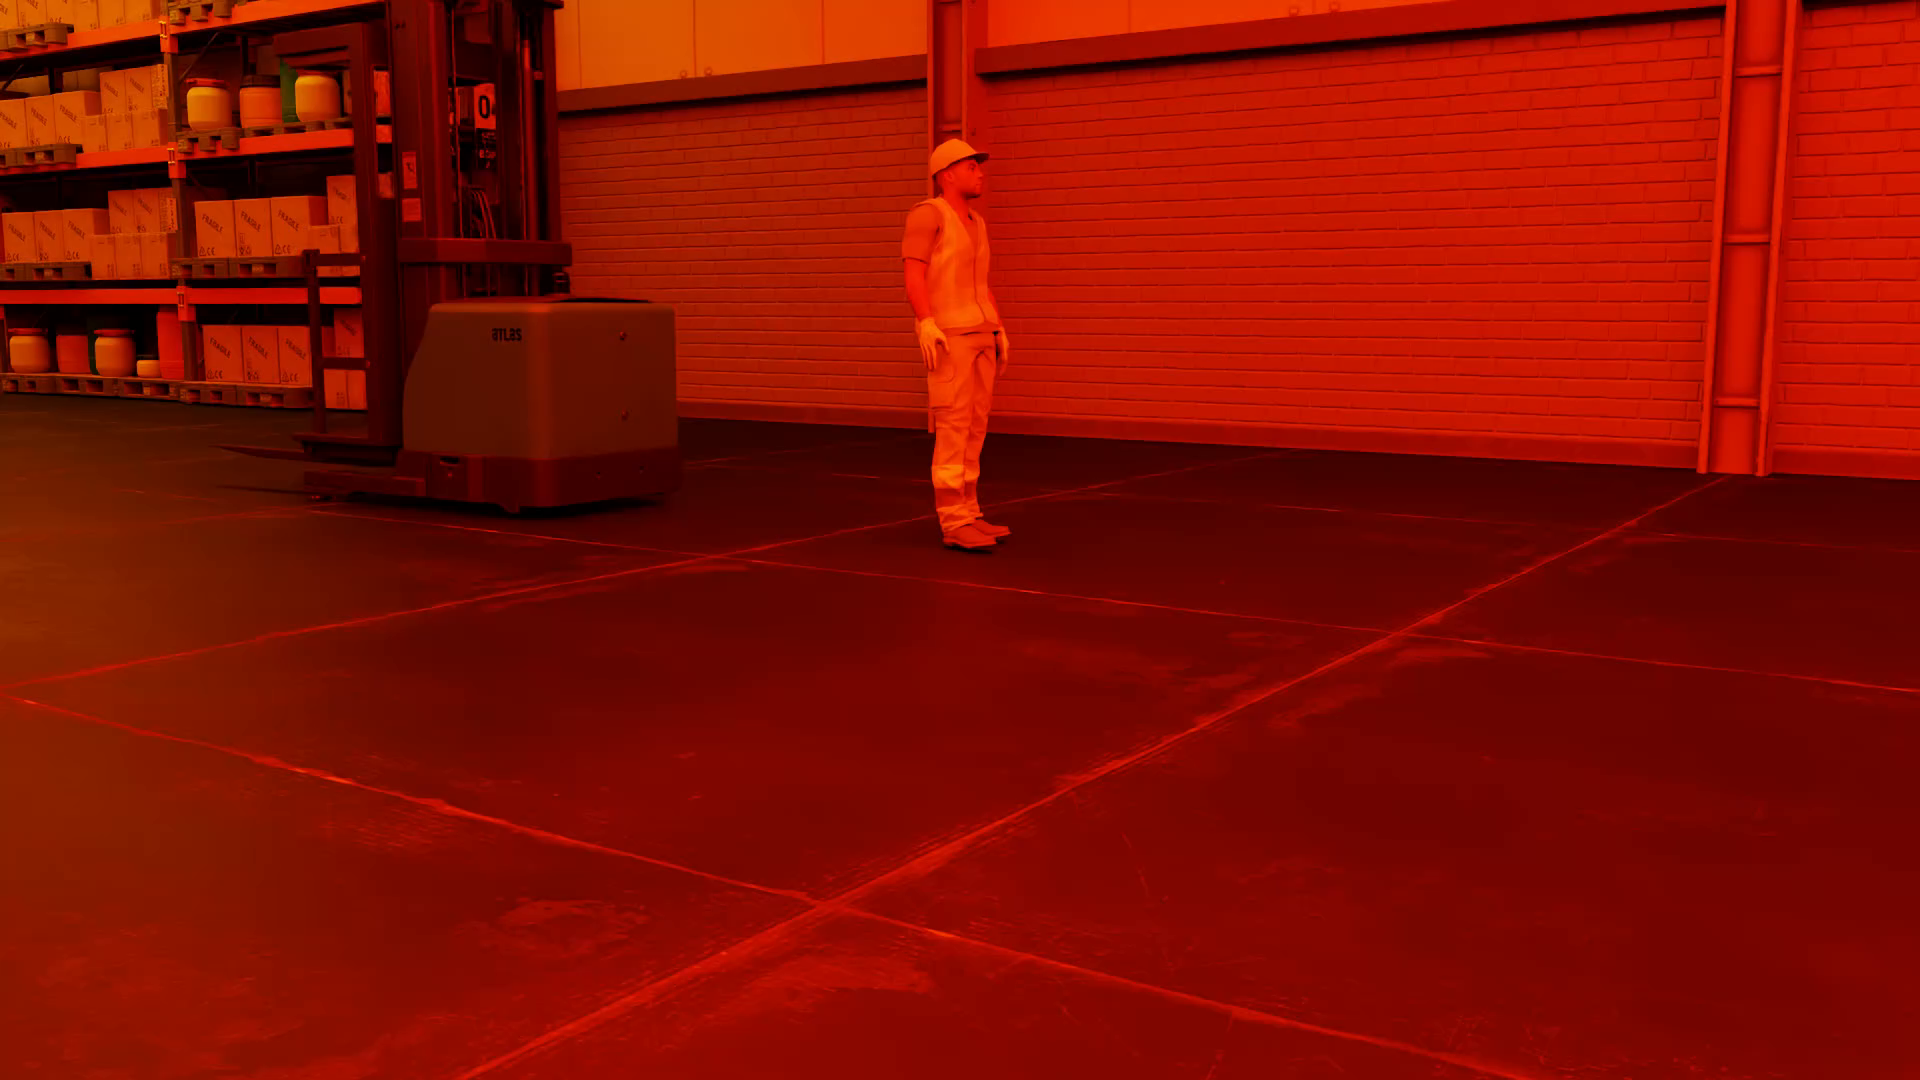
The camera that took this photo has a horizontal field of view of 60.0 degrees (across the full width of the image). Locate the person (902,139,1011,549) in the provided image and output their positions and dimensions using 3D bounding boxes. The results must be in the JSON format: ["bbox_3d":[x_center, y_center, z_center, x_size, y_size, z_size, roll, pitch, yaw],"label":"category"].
[{"bbox_3d":[0.060,-0.885,7.422,0.562,1.790,0.637,5,10,34],"label":"person"}]

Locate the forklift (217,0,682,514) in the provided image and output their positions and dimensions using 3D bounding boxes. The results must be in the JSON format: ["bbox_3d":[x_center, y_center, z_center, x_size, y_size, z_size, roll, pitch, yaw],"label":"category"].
[{"bbox_3d":[-3.017,-1.714,9.248,3.031,2.935,1.130,5,10,33],"label":"forklift"}]
